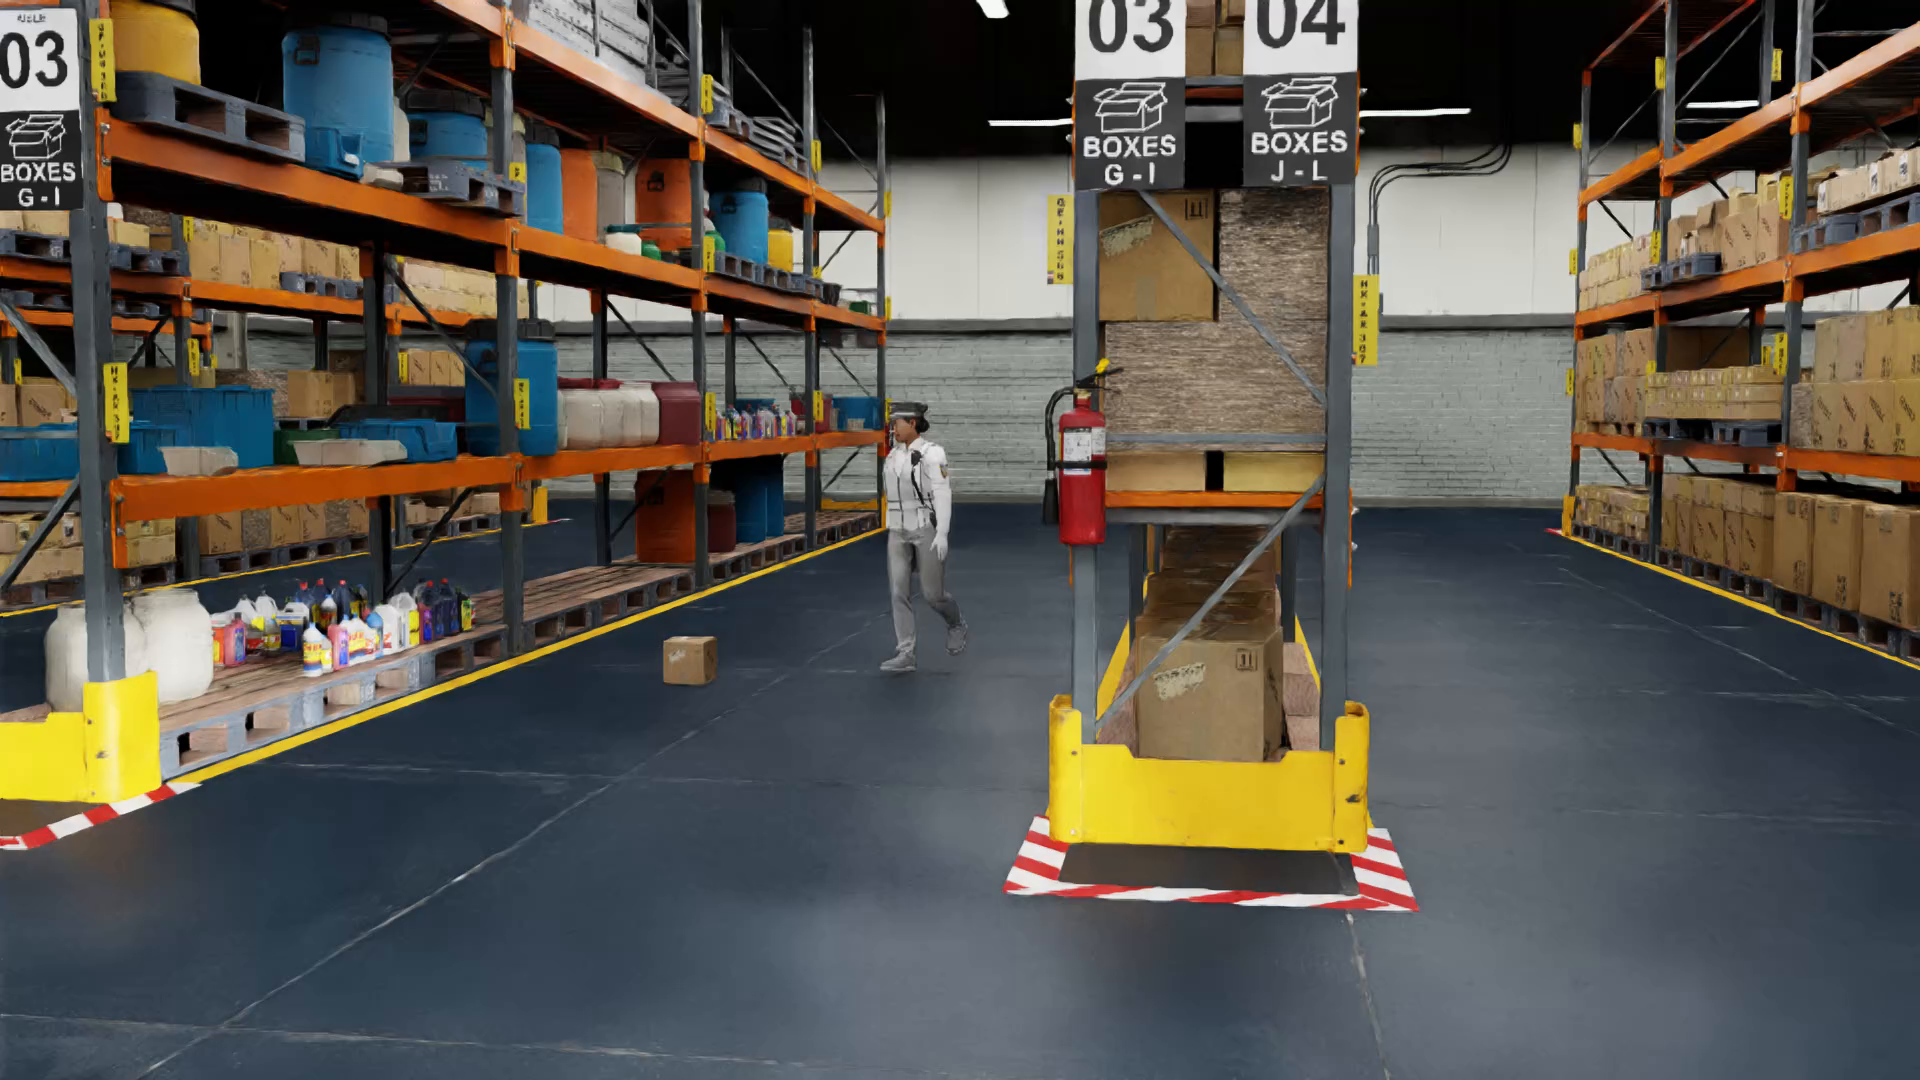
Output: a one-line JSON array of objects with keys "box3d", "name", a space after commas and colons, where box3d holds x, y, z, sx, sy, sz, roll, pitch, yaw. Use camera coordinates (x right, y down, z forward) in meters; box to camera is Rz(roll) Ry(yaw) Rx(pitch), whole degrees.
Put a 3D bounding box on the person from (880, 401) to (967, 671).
[{"box3d": [-0.237, -0.034, 10.229, 0.515, 1.636, 0.806, 3, 5, 33], "name": "person"}]
